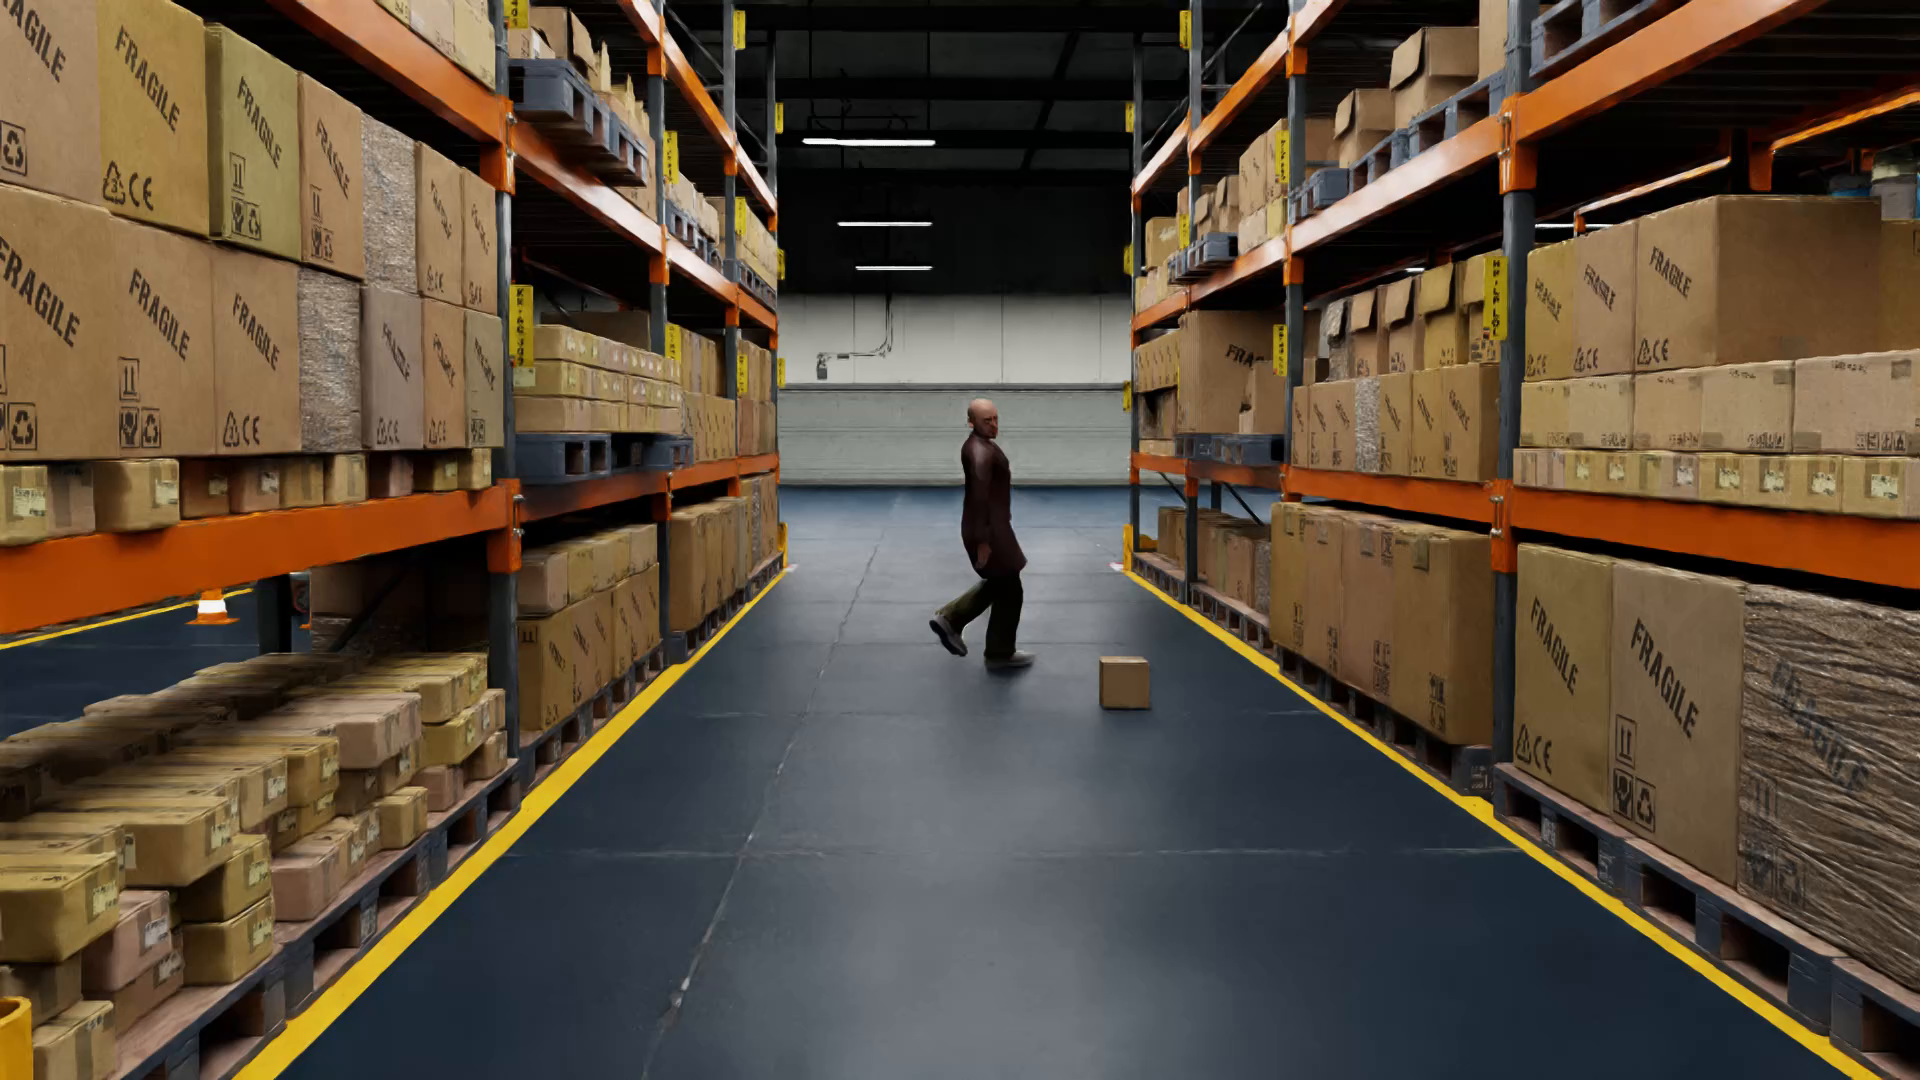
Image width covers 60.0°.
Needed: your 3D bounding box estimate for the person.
[{"bbox_3d":[0.184,-0.031,10.542,0.713,1.734,0.632,-1,4,-12],"label":"person"}]
